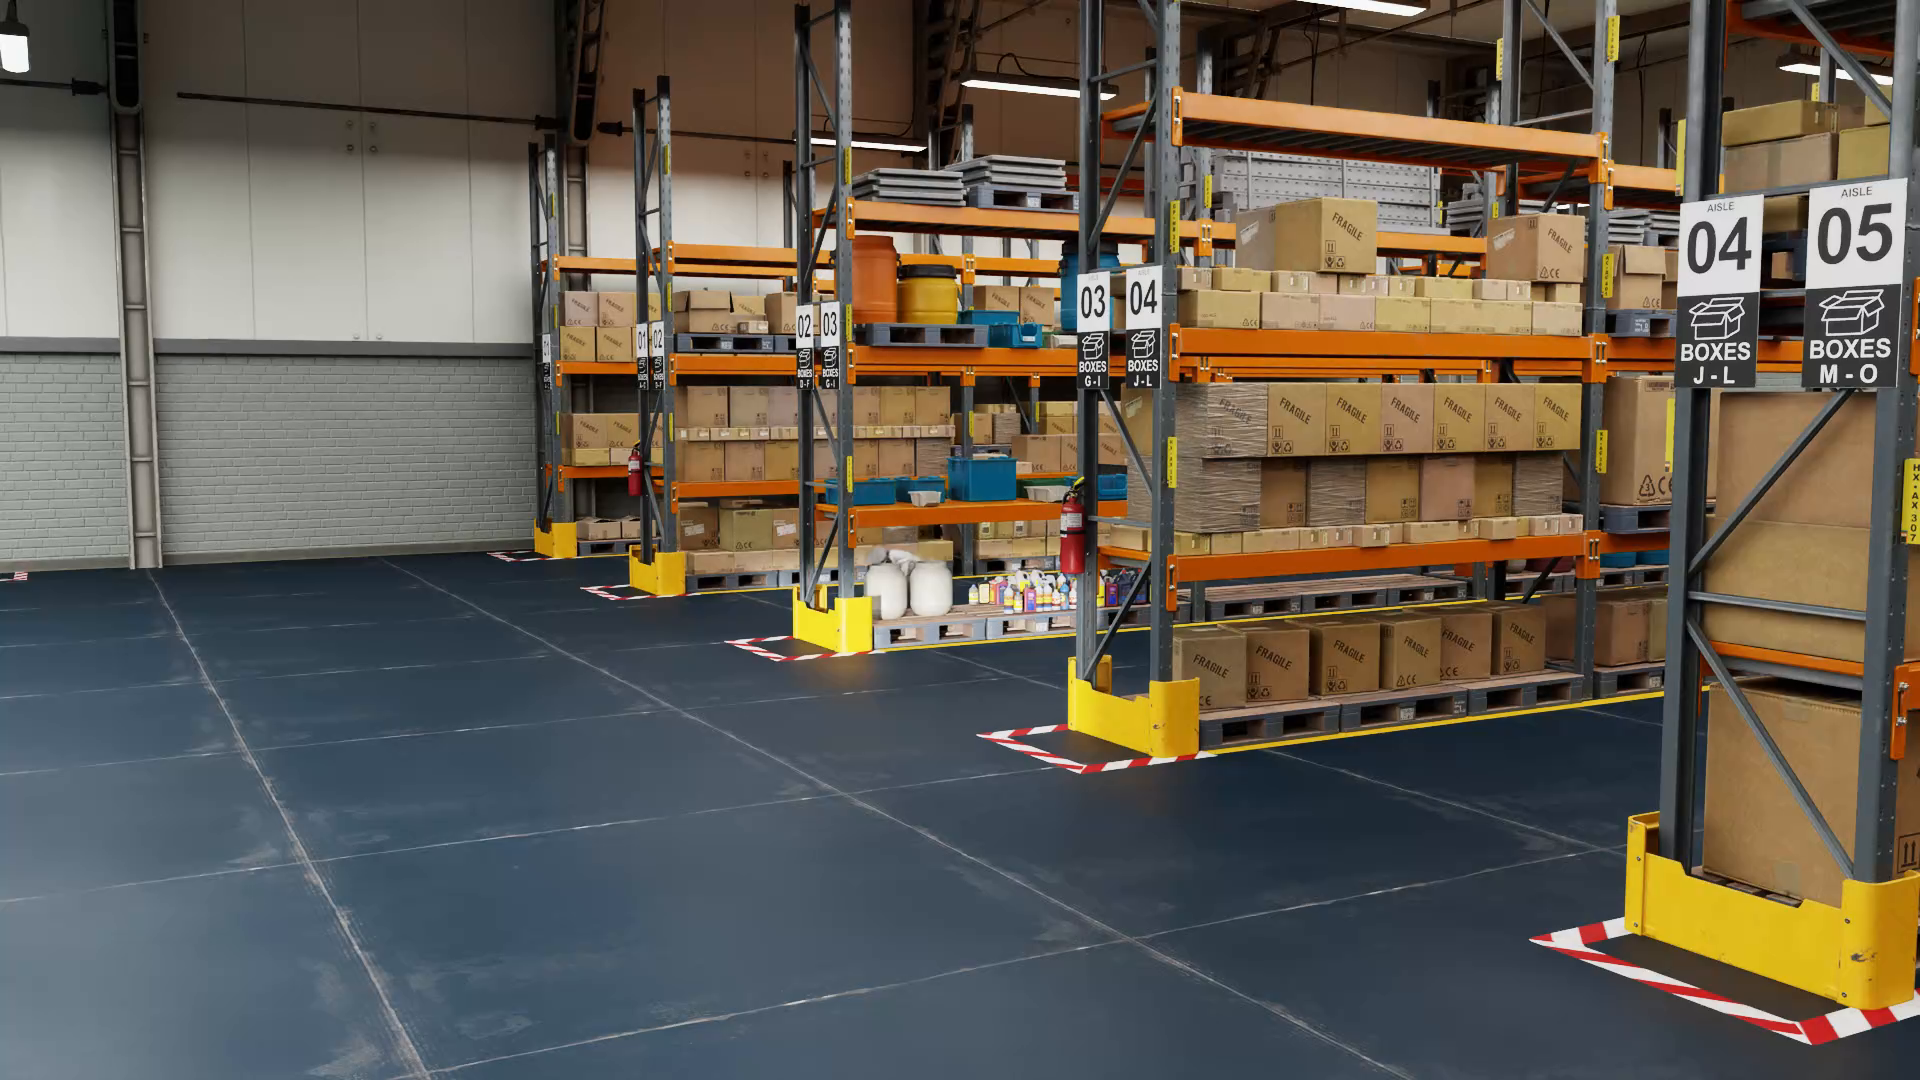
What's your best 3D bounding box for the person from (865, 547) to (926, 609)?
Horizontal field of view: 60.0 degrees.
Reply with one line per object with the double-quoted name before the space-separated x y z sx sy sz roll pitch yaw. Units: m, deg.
"person" -0.667 0.458 17.610 0.461 0.812 0.908 5 7 41
